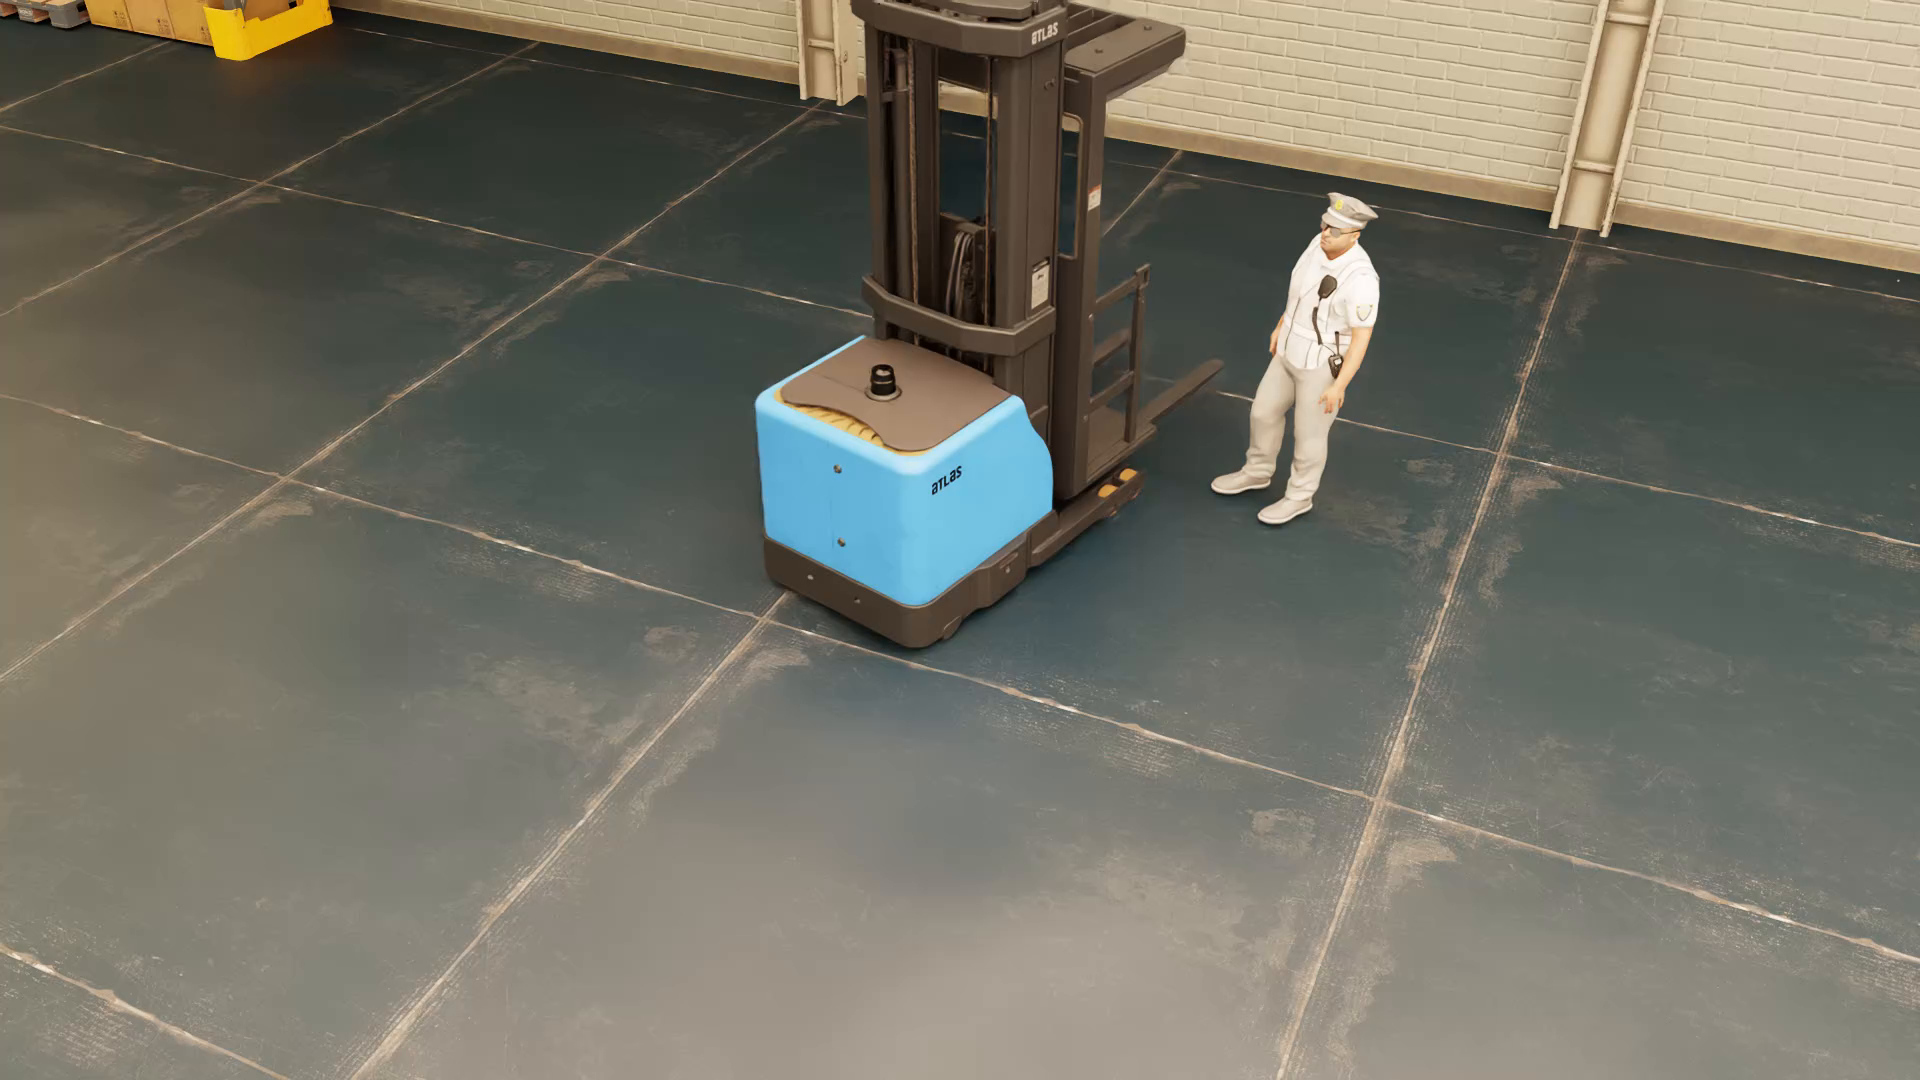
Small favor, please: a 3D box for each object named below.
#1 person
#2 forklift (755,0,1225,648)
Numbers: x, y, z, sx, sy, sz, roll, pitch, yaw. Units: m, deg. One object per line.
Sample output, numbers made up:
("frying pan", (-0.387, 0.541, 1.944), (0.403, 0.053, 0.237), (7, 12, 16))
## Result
("person", (1.709, -0.900, 8.326), (0.557, 1.782, 0.640), (-13, 38, -18))
("forklift", (0.339, -1.481, 8.163), (1.130, 2.935, 3.031), (25, 42, 30))
